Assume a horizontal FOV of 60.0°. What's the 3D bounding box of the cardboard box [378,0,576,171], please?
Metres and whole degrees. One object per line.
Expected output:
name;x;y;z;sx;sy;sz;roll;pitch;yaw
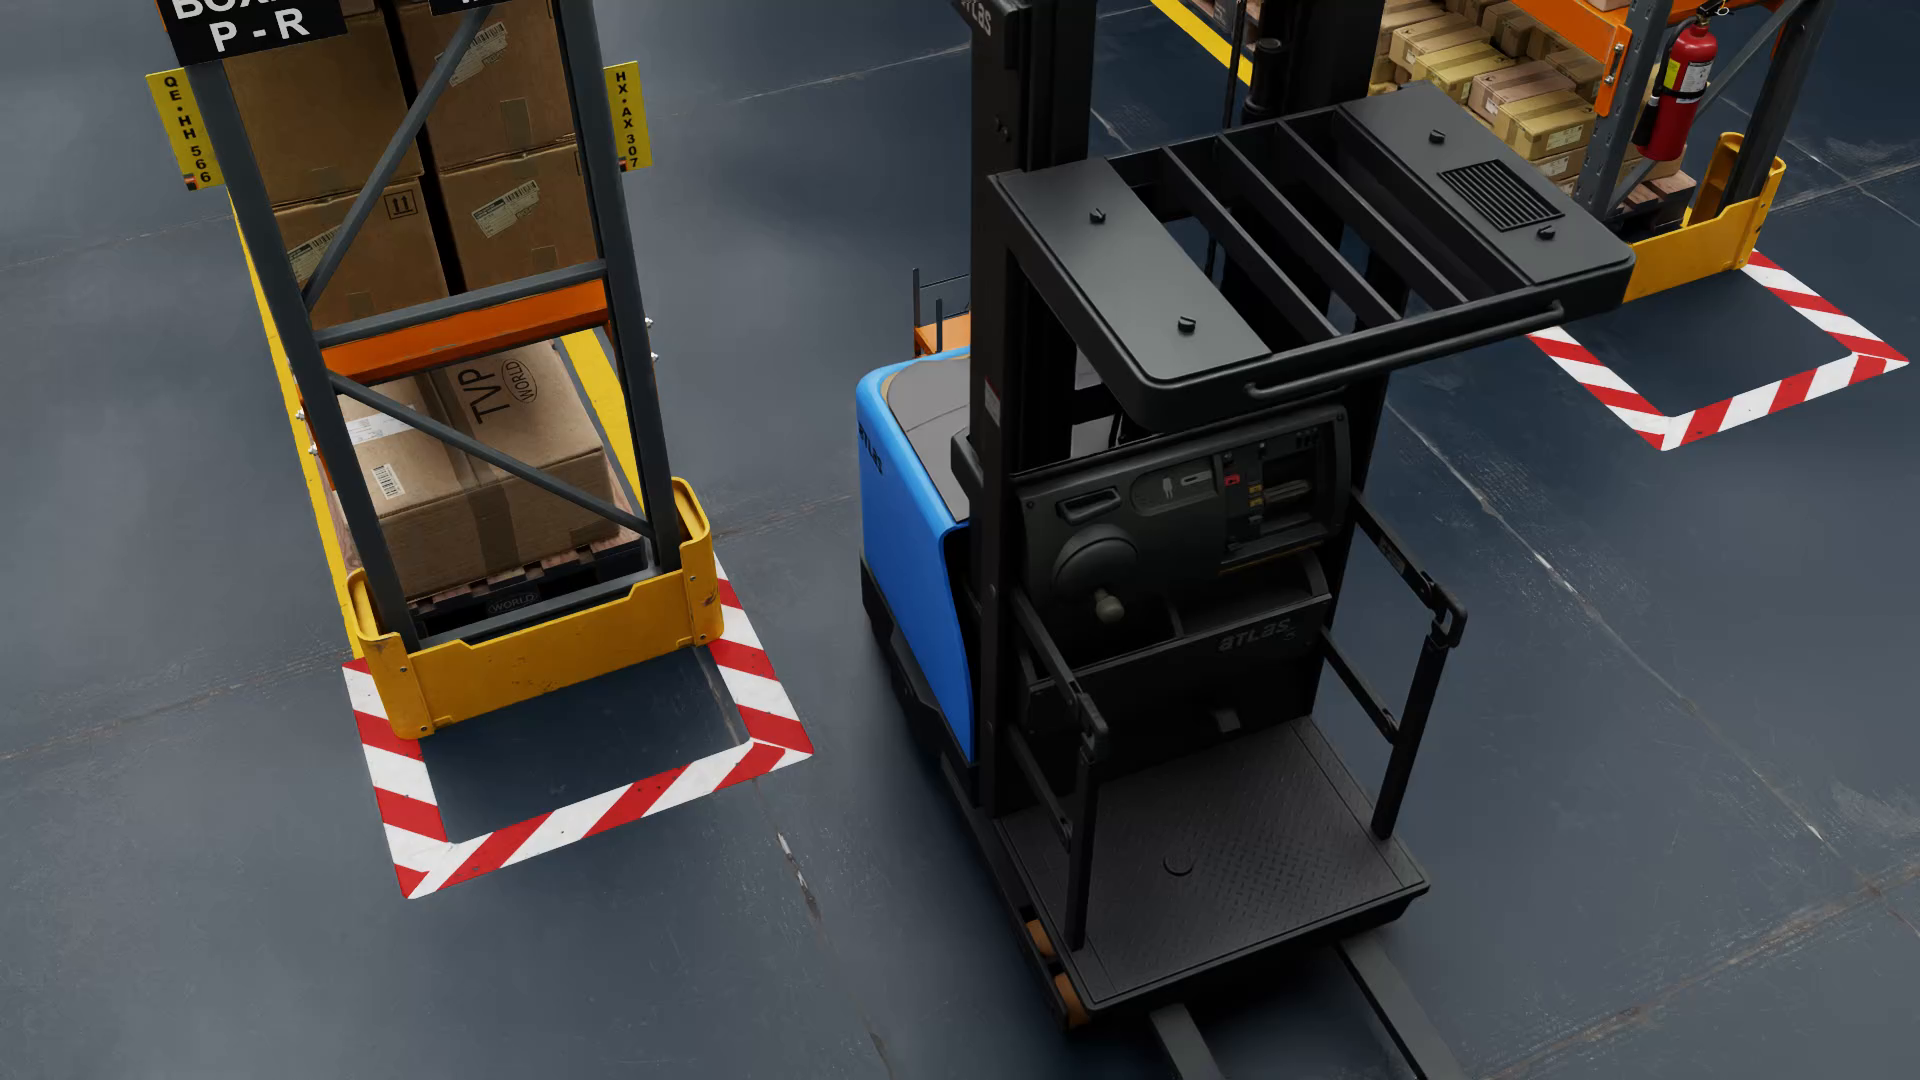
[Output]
cardboard box;-1.374;-1.460;4.811;0.500;0.500;0.500;-19;48;-18

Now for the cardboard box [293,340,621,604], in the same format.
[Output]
cardboard box;-1.799;-0.307;5.951;0.875;0.438;0.875;-20;48;-19

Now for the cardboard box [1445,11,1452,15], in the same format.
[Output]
cardboard box;2.576;-2.513;8.180;0.380;0.149;0.250;-20;48;-19

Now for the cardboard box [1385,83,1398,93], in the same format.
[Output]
cardboard box;2.258;-2.095;7.968;0.380;0.149;0.250;-18;47;-17

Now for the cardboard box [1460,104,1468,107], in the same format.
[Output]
cardboard box;2.317;-2.028;7.689;0.380;0.149;0.250;-20;48;-19

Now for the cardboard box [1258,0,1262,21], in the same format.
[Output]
cardboard box;1.780;-2.747;8.629;0.380;0.149;0.250;-19;48;-18

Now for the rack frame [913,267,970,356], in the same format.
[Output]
rack frame;-0.045;-0.495;5.897;0.240;1.200;0.006;-18;47;-17

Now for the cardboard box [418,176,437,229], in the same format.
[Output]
cardboard box;-1.610;-1.419;5.482;0.500;0.500;0.500;-19;48;-18

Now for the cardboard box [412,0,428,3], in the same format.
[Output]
cardboard box;-1.329;-1.609;4.500;0.380;0.149;0.250;-17;47;-17

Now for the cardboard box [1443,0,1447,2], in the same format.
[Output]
cardboard box;2.534;-2.819;8.278;0.380;0.149;0.250;-17;47;-17

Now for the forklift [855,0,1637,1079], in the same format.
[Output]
forklift;0.673;0.026;4.137;1.130;2.935;3.031;-16;47;-15

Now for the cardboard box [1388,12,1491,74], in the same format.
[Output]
cardboard box;2.236;-2.302;7.755;0.380;0.149;0.250;-20;48;-19

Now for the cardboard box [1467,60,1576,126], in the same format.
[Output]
cardboard box;2.512;-1.991;7.440;0.380;0.149;0.250;-17;47;-17

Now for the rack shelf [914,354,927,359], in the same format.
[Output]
rack shelf;-0.006;-0.576;5.701;0.258;0.103;0.180;-18;47;-17

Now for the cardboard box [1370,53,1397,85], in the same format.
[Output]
cardboard box;2.087;-2.355;8.020;0.380;0.149;0.250;-17;47;-17

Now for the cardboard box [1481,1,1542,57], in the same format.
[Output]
cardboard box;2.711;-2.458;7.913;0.380;0.149;0.250;-20;48;-19

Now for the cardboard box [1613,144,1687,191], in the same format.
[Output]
cardboard box;3.088;-1.768;7.637;0.380;0.149;0.250;-17;47;-17

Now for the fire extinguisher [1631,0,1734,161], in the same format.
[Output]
fire extinguisher;2.705;-1.748;6.206;0.296;0.674;0.183;-18;47;-17

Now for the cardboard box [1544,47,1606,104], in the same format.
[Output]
cardboard box;2.880;-2.126;7.576;0.380;0.149;0.250;-17;47;-17

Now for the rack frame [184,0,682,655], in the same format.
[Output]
rack frame;-1.431;-0.679;4.802;1.000;3.000;0.127;-18;47;-17

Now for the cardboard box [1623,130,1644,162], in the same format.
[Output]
cardboard box;3.030;-1.855;7.514;0.380;0.149;0.250;-16;47;-16

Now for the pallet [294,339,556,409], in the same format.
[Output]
pallet;-2.347;-0.949;7.062;1.003;0.211;1.213;-18;47;-17

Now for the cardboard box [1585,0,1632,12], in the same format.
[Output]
cardboard box;2.624;-2.240;6.563;0.380;0.149;0.250;-18;47;-17

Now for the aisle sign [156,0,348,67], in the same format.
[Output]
aisle sign;-1.682;-1.467;3.750;0.394;0.787;0.004;-18;47;-17

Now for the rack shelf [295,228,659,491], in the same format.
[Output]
rack shelf;-2.272;-1.697;6.347;1.077;0.370;4.000;-18;47;-17

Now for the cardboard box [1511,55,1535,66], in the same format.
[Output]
cardboard box;2.783;-2.176;7.839;0.380;0.149;0.250;-17;47;-17

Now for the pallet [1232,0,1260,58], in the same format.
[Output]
pallet;2.167;-2.565;8.700;1.003;0.211;1.213;-18;47;-17

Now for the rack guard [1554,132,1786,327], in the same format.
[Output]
rack guard;2.986;-1.364;7.276;1.175;0.500;0.348;-18;47;-17

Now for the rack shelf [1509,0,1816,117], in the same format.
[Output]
rack shelf;2.177;-3.224;7.894;1.077;0.370;4.000;-18;47;-17

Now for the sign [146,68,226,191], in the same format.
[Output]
sign;-1.929;-1.024;4.159;0.100;0.325;0.005;-18;47;-17

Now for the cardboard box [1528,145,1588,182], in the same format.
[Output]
cardboard box;2.537;-1.698;7.354;0.380;0.149;0.250;-19;48;-18

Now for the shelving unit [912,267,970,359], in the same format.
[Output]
shelving unit;-0.006;-0.436;5.838;0.258;1.200;0.189;-18;47;-17
